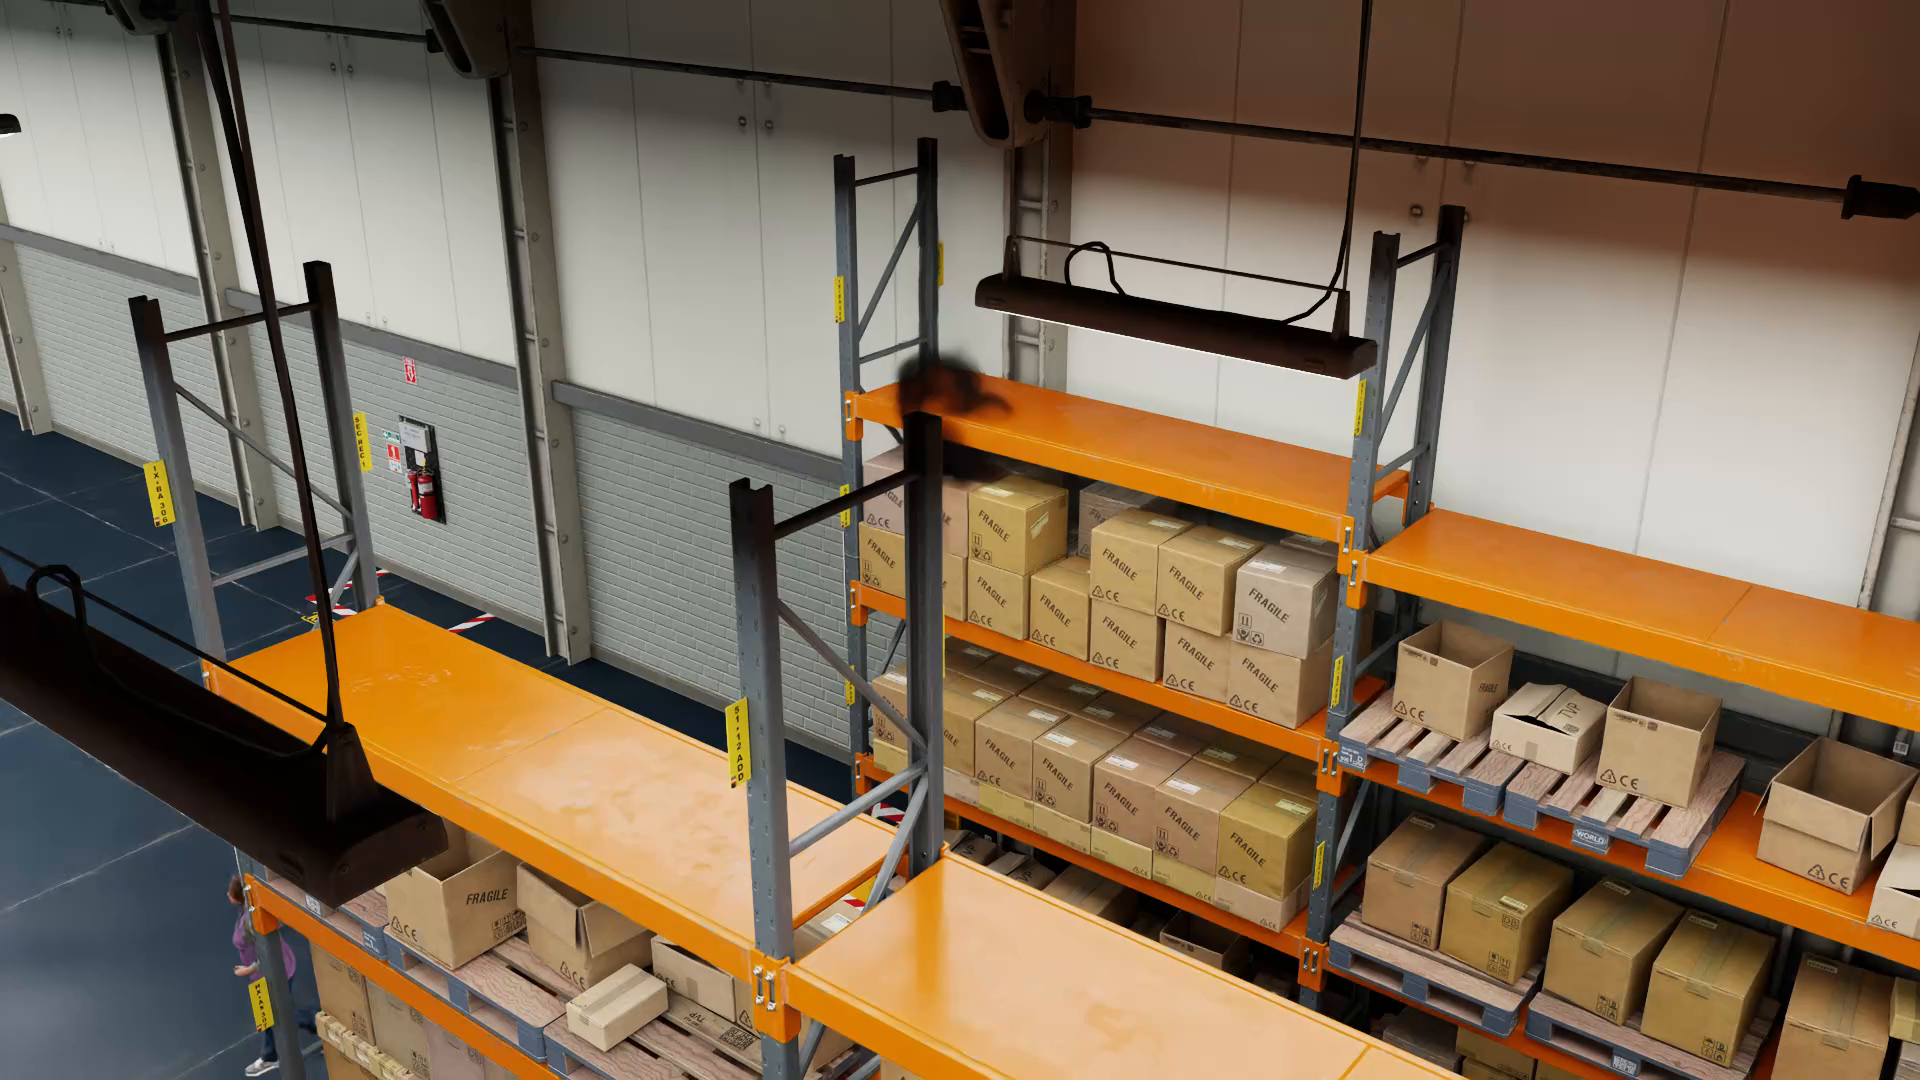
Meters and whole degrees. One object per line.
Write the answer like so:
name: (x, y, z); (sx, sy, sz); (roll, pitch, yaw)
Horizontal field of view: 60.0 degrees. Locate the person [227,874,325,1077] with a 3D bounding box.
person: (-4.485, 2.878, 10.992); (0.699, 1.623, 0.549); (-8, 24, -18)
